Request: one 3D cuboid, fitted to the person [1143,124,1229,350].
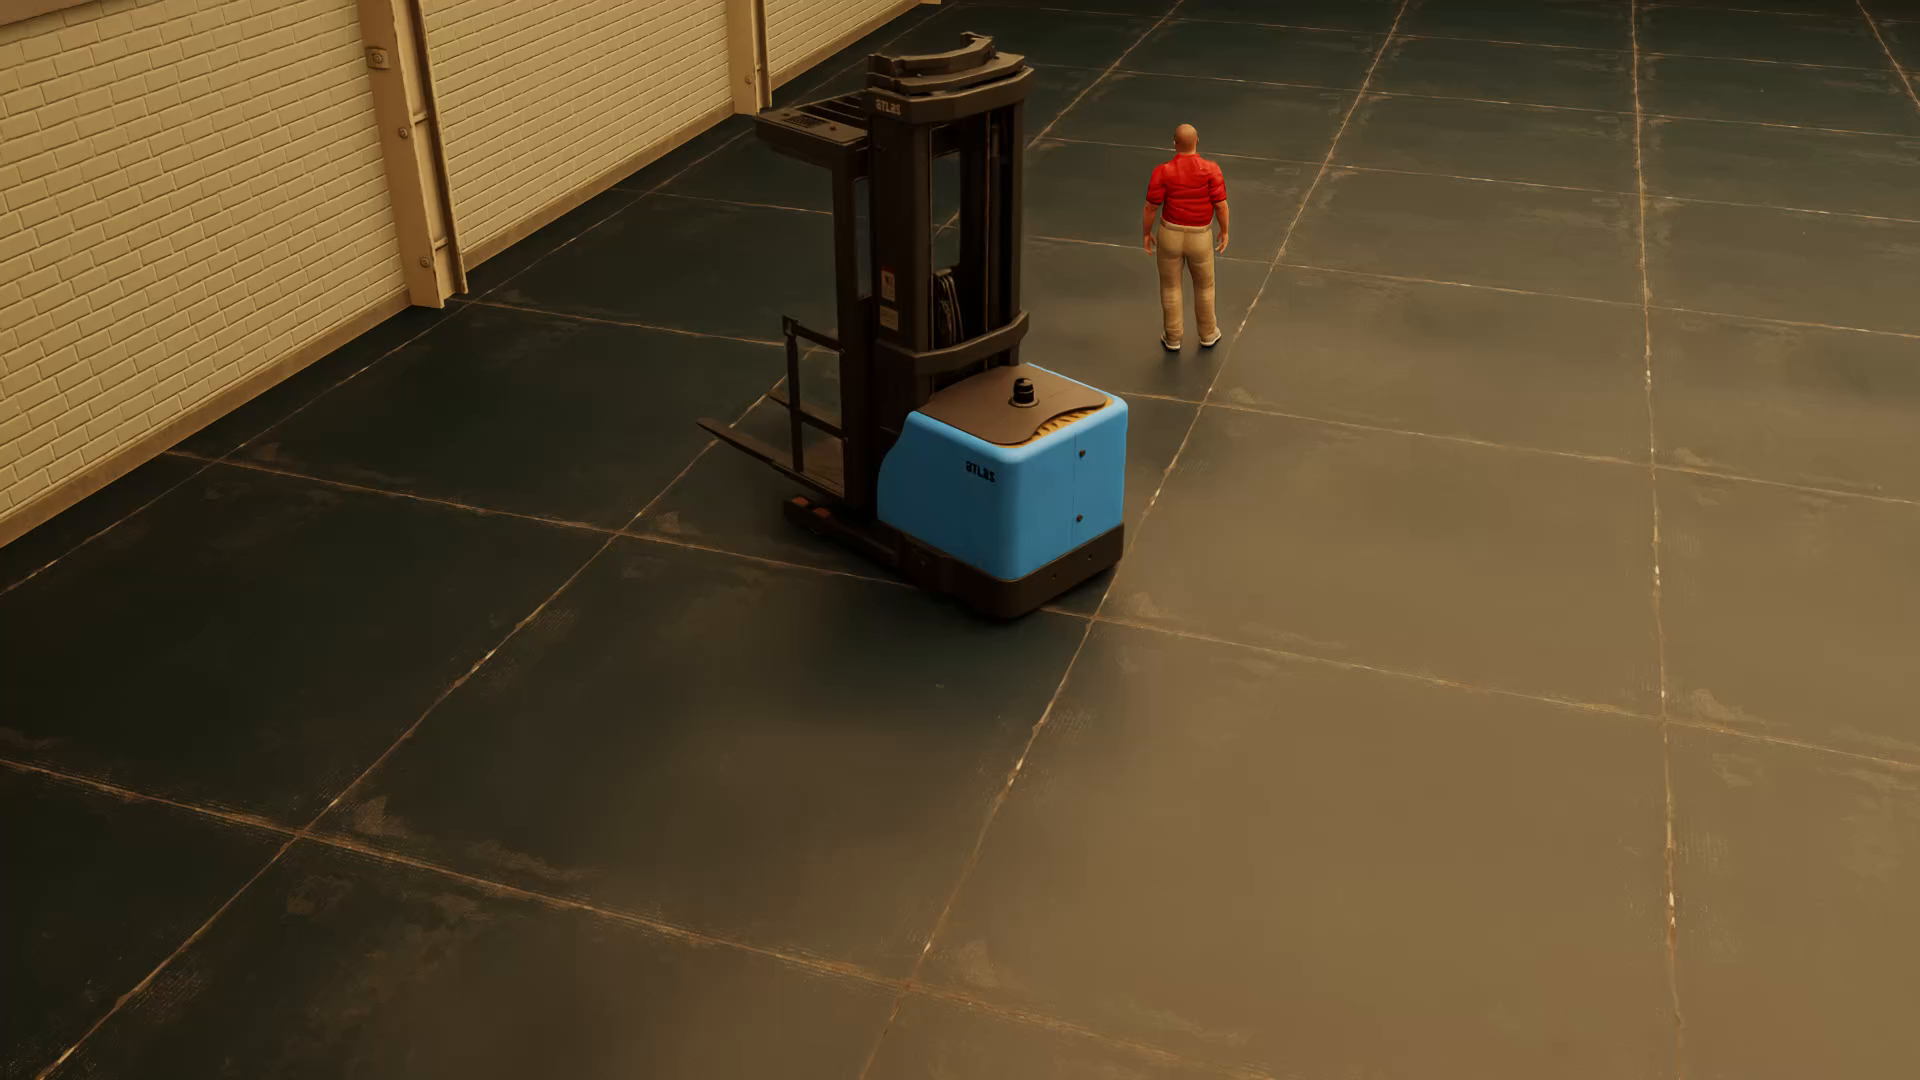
[{"bbox_3d":[1.669,-2.250,12.283,0.640,1.727,0.551,4,30,7],"label":"person"}]

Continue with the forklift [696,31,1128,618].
[{"bbox_3d":[-0.446,-1.466,9.709,3.031,2.935,1.130,26,39,38],"label":"forklift"}]
